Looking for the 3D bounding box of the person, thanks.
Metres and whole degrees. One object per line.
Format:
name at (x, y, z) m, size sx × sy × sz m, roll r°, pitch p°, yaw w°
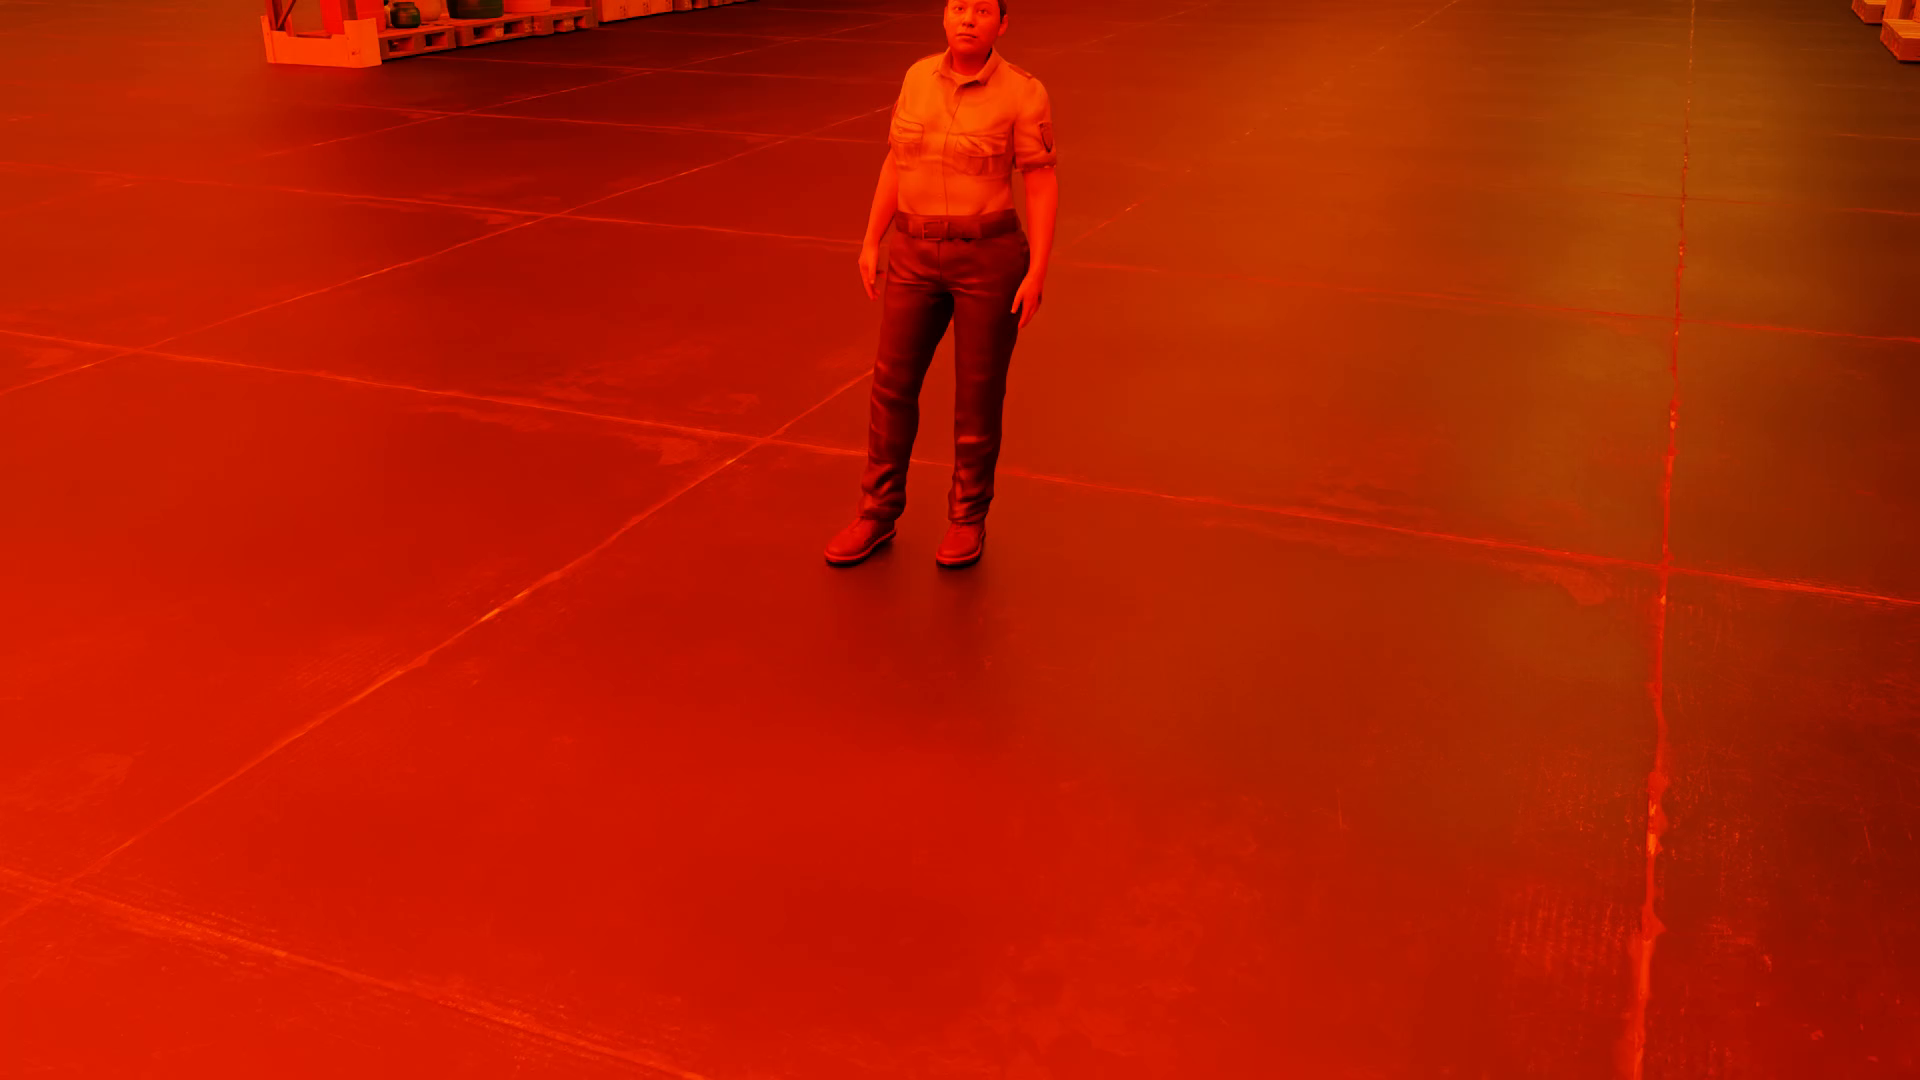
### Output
person at (-0.055, -0.739, 4.704) m, size 0.598 × 1.651 × 0.503 m, roll 9°, pitch 24°, yaw 21°
